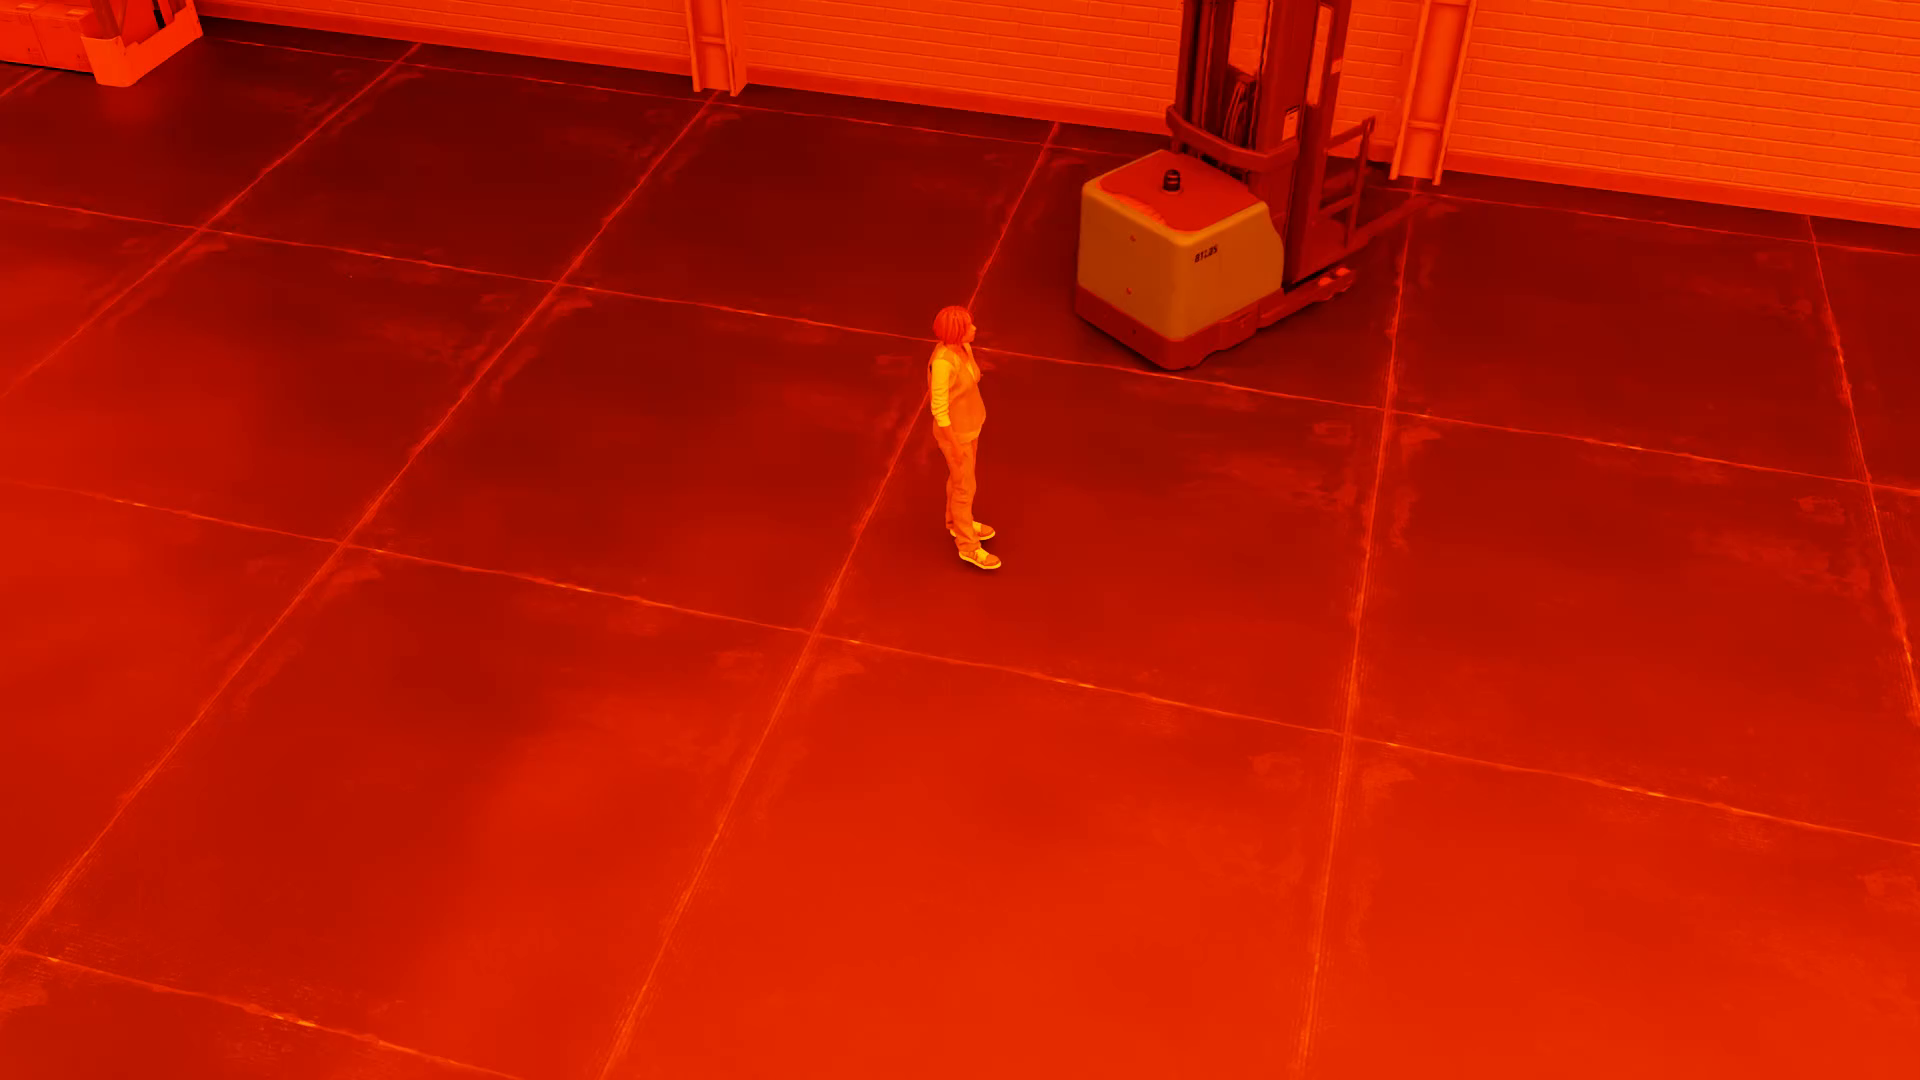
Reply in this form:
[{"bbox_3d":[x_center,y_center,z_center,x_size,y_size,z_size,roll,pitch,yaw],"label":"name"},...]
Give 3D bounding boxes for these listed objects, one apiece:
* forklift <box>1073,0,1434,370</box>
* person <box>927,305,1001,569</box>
[{"bbox_3d":[2.258,-3.079,11.374,3.031,2.935,1.130,-29,49,-29],"label":"forklift"},{"bbox_3d":[0.067,-0.615,9.503,0.475,1.597,0.520,10,42,11],"label":"person"}]
